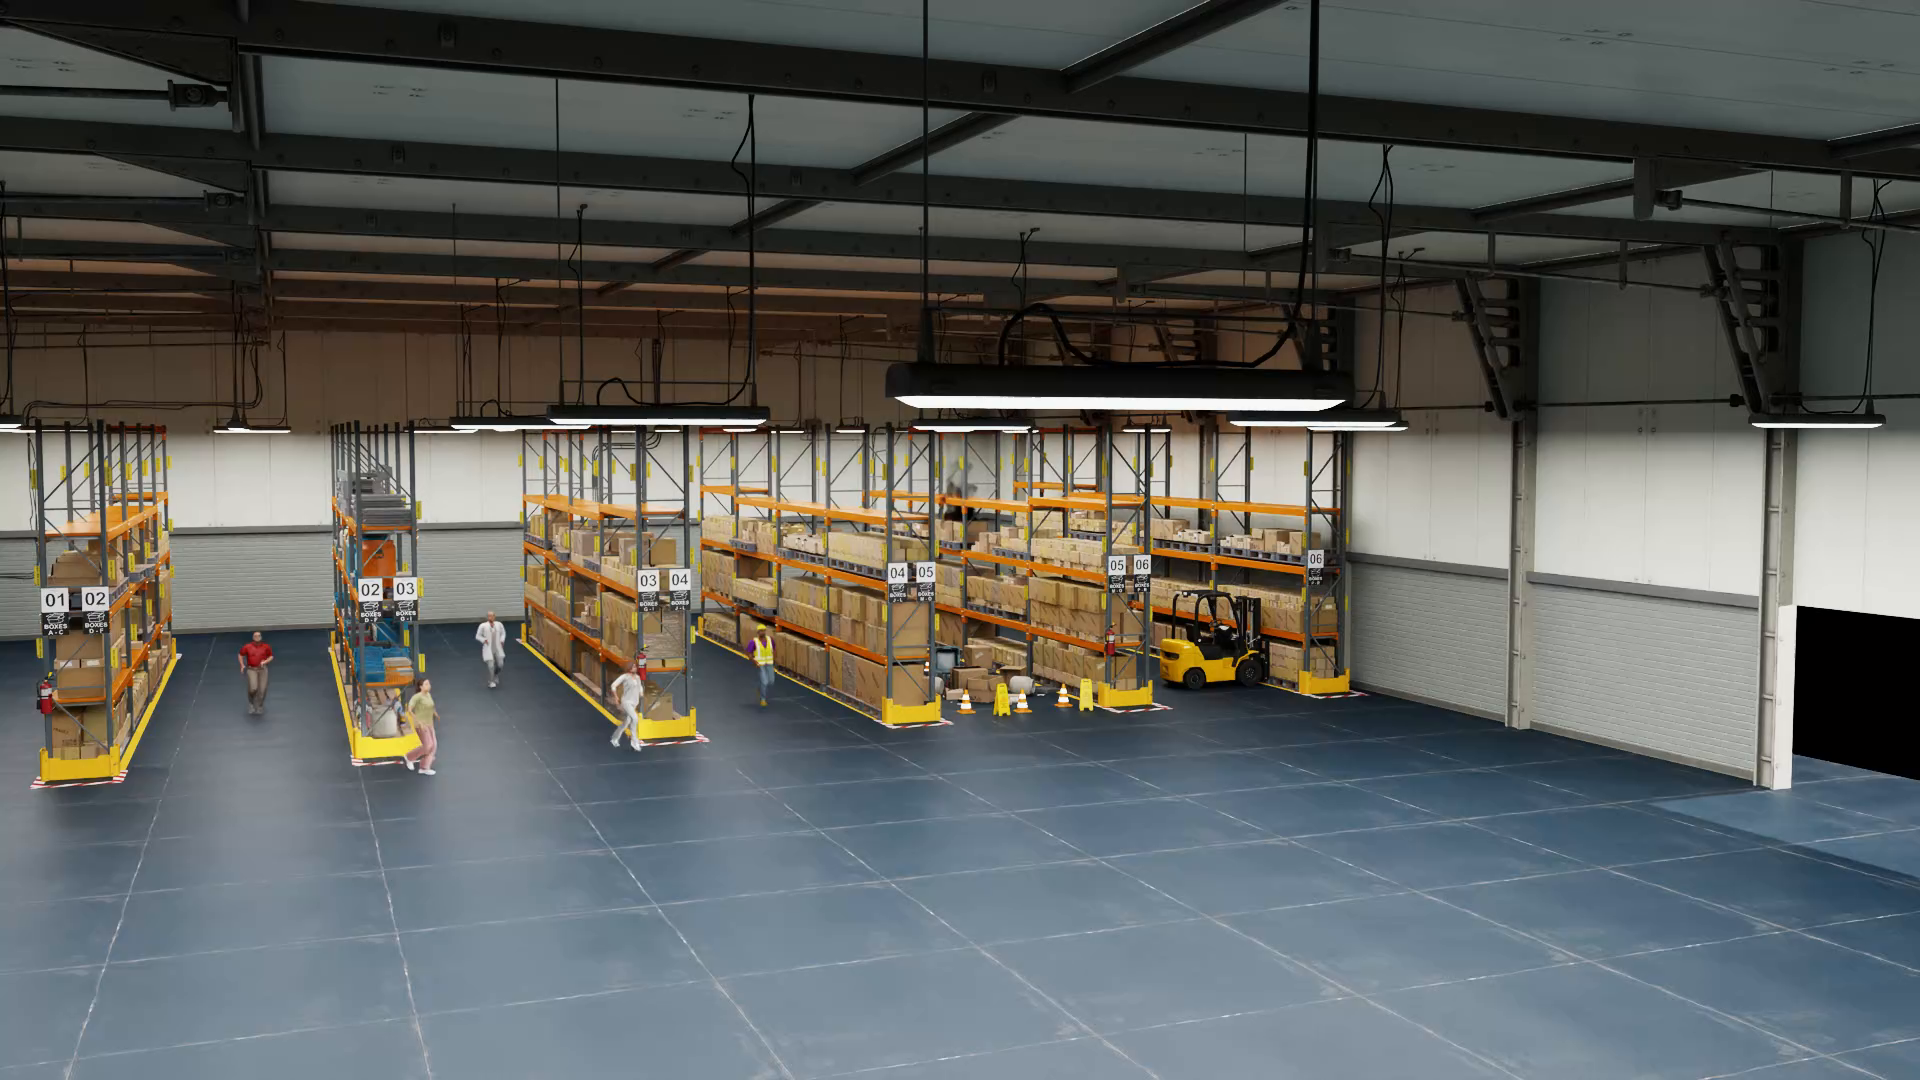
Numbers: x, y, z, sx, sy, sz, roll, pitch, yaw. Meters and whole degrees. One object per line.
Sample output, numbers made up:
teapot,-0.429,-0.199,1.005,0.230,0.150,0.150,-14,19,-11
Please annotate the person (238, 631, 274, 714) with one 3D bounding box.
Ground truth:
person,-14.444,2.731,34.185,0.647,1.696,0.659,-2,4,-32

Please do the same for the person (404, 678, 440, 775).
person,-9.140,3.184,28.222,0.544,1.567,0.597,1,4,16

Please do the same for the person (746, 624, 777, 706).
person,-4.199,2.653,35.408,0.698,1.729,0.546,-2,4,-30

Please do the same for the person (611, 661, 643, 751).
person,-6.018,3.021,30.427,0.755,1.585,0.538,2,4,32

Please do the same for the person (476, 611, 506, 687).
person,-10.625,2.488,37.819,0.703,1.728,0.639,-2,4,-31
